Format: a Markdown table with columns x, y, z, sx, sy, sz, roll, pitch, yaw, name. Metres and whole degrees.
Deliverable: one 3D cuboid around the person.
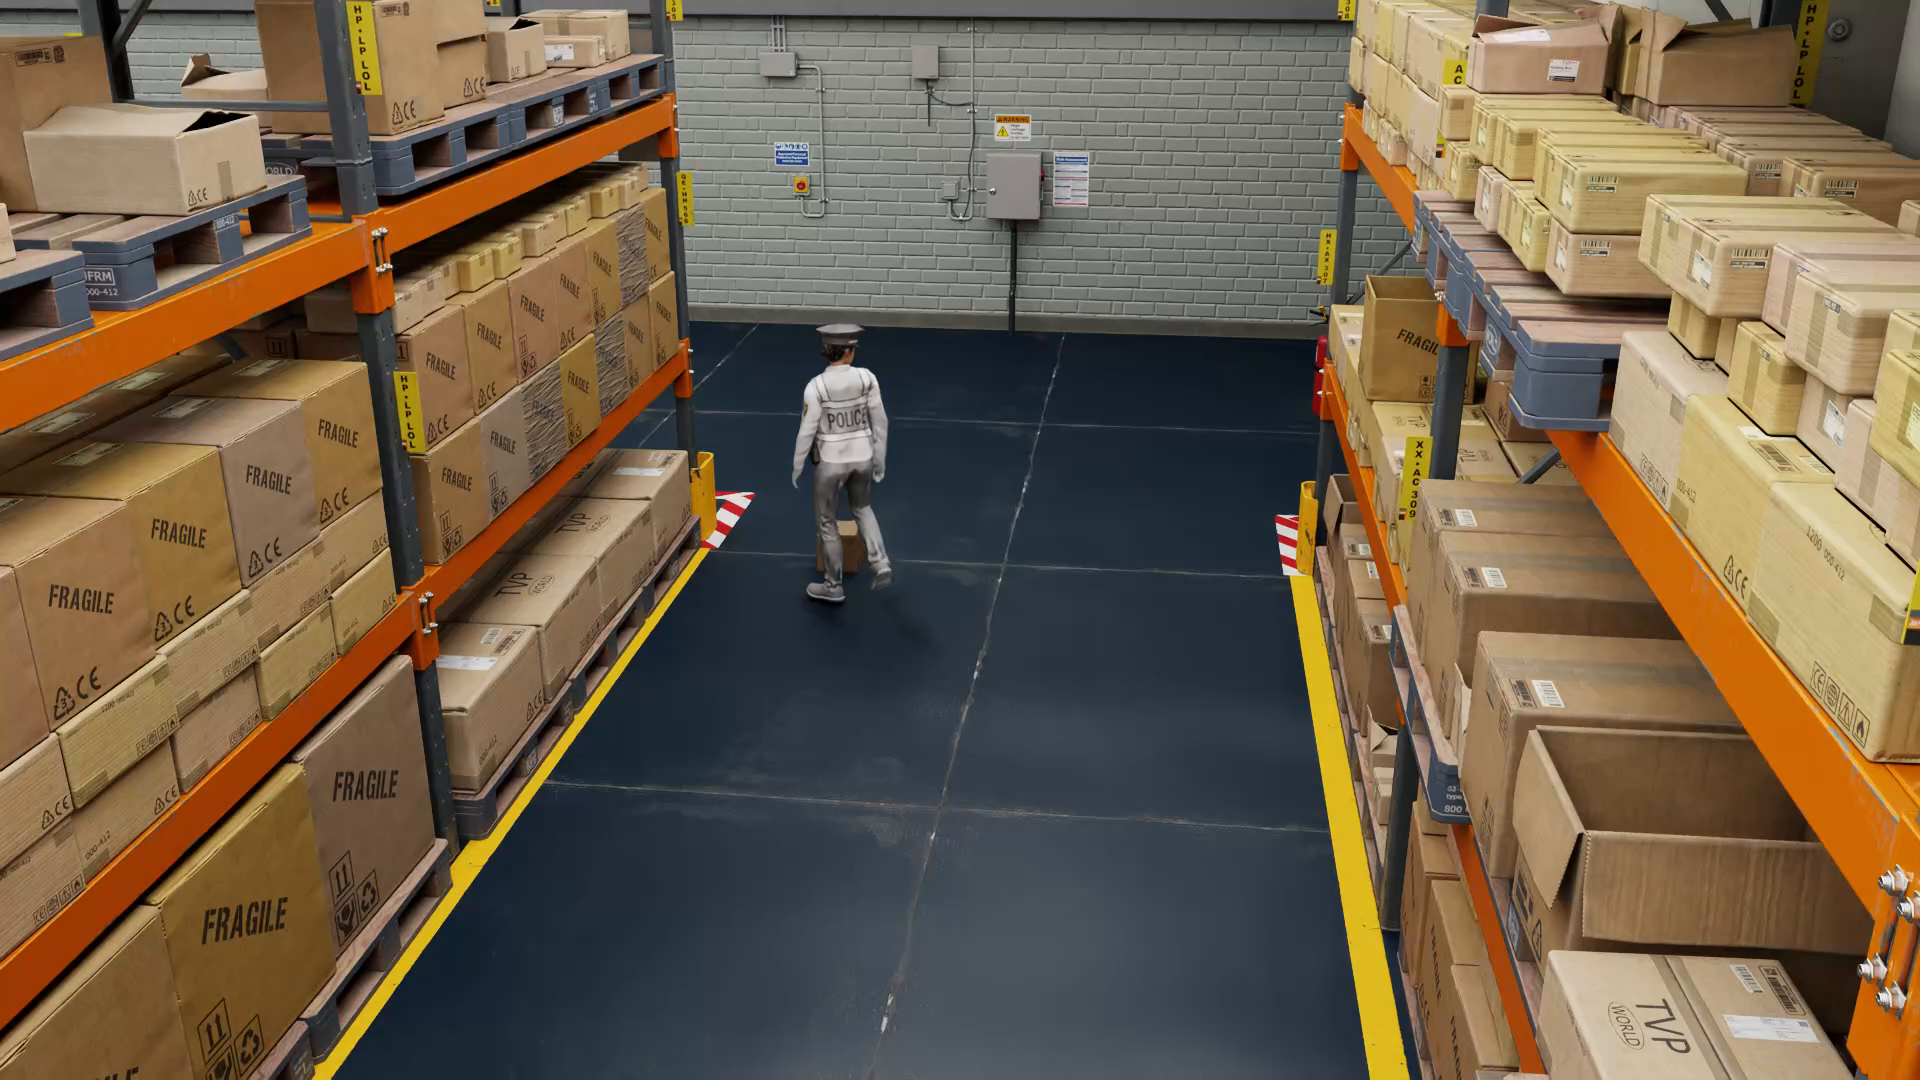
| x | y | z | sx | sy | sz | roll | pitch | yaw | name |
| --- | --- | --- | --- | --- | --- | --- | --- | --- | --- |
| -0.672 | -0.420 | 9.601 | 0.537 | 1.665 | 0.466 | -13 | 25 | -30 | person |
